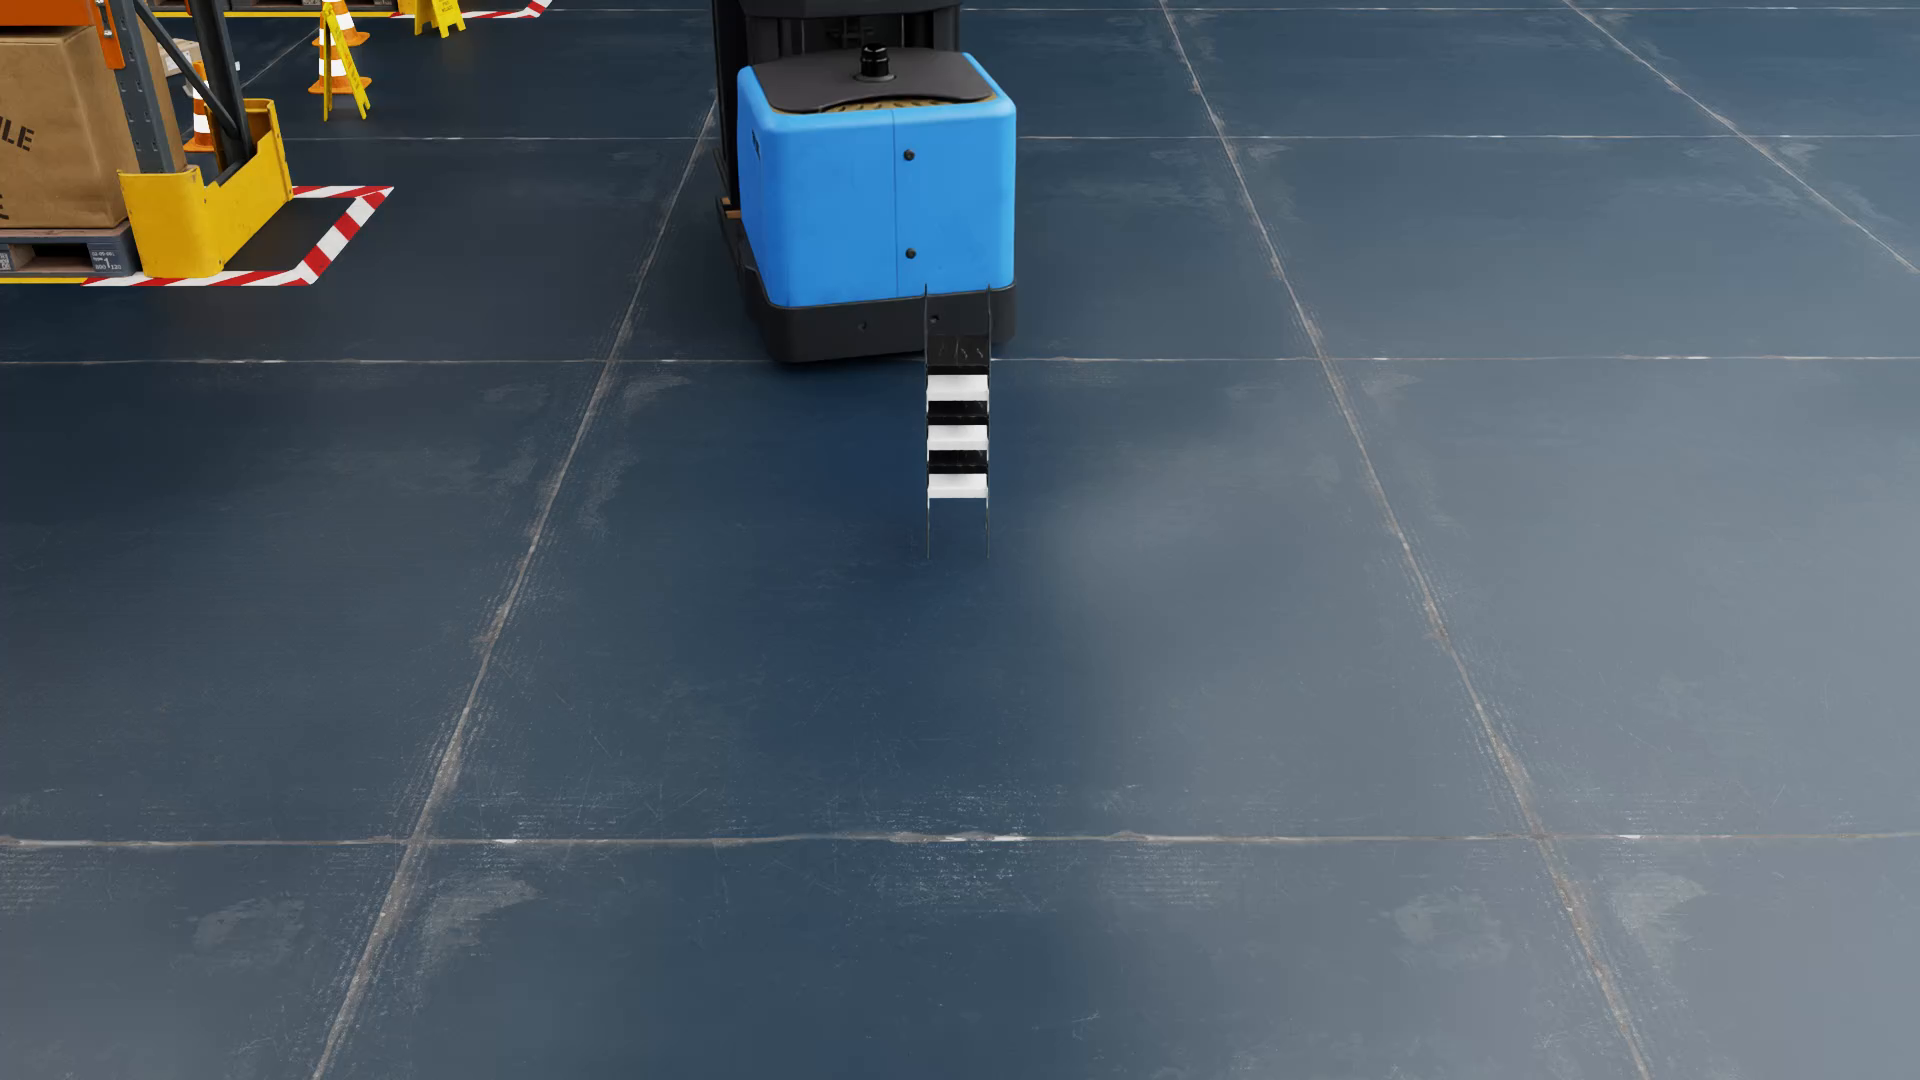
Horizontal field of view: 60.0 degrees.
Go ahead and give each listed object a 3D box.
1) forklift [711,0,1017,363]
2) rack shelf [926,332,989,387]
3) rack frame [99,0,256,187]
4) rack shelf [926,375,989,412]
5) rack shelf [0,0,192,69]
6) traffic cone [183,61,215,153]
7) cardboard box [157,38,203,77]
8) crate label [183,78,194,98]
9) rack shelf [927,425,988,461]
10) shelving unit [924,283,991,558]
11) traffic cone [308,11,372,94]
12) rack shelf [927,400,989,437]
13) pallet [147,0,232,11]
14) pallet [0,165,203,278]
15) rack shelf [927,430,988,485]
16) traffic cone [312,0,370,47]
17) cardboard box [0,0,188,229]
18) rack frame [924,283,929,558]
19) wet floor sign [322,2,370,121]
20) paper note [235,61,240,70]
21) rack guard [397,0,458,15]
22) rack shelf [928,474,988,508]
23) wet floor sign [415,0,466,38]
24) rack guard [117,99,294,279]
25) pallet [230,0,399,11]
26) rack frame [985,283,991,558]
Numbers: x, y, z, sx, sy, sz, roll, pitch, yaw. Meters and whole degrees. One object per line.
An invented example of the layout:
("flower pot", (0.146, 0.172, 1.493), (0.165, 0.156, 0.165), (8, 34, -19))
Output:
("forklift", (-0.597, -2.733, 7.428), (1.130, 2.935, 3.031), (-7, 32, -11))
("rack shelf", (-0.008, -0.587, 5.394), (0.200, 0.077, 0.258), (0, 31, 0))
("rack frame", (-3.684, -2.807, 7.485), (0.127, 3.000, 1.000), (0, 31, 0))
("rack shelf", (-0.008, -0.510, 5.440), (0.200, 0.077, 0.258), (0, 31, 0))
("rack shelf", (-5.684, -2.493, 7.661), (4.000, 0.370, 1.077), (0, 31, 0))
("traffic cone", (-4.224, -2.457, 9.354), (0.334, 0.463, 0.336), (0, 31, 0))
("cardboard box", (-5.113, -3.104, 10.722), (0.250, 0.149, 0.380), (16, 35, 25))
("crate label", (-4.676, -2.871, 10.349), (0.298, 0.136, 0.250), (-17, 35, -26))
("rack shelf", (-0.008, -0.356, 5.534), (0.200, 0.077, 0.258), (0, 31, 0))
("shelving unit", (-0.008, -0.385, 5.517), (0.210, 0.900, 0.258), (0, 31, 0))
("traffic cone", (-3.891, -3.045, 10.322), (0.334, 0.463, 0.336), (0, 31, 0))
("rack shelf", (-0.008, -0.433, 5.487), (0.200, 0.077, 0.258), (0, 31, 0))
("pallet", (-5.921, -4.195, 12.461), (1.213, 0.211, 1.003), (0, 31, 0))
("pallet", (-4.483, -1.572, 8.137), (1.213, 0.211, 1.003), (0, 31, 0))
("rack shelf", (-0.008, -0.279, 5.581), (0.200, 0.077, 0.258), (0, 31, 0))
("traffic cone", (-4.237, -3.619, 11.269), (0.334, 0.463, 0.336), (0, 31, 0))
("cardboard box", (-4.362, -2.042, 7.867), (0.875, 0.875, 0.875), (0, 31, 0))
("rack frame", (-0.110, -0.384, 5.516), (0.006, 0.900, 0.240), (0, 31, 0))
("wet floor sign", (-3.667, -2.828, 9.788), (0.232, 0.644, 0.267), (-5, 32, -9))
("paper note", (-4.748, -3.069, 10.780), (0.142, 0.019, 0.148), (-11, 33, -17))
("rack guard", (-3.891, -4.305, 12.364), (0.348, 0.500, 1.175), (0, 31, 0))
("rack shelf", (-0.008, -0.202, 5.627), (0.200, 0.077, 0.258), (0, 31, 0))
("wet floor sign", (-3.619, -3.813, 11.413), (0.232, 0.644, 0.267), (10, 33, 17))
("rack guard", (-3.660, -1.738, 8.133), (0.348, 0.500, 1.175), (0, 31, 0))
("pallet", (-4.704, -4.198, 12.465), (1.213, 0.211, 1.003), (0, 31, 0))
("rack frame", (0.094, -0.385, 5.517), (0.006, 0.900, 0.240), (0, 31, 0))
